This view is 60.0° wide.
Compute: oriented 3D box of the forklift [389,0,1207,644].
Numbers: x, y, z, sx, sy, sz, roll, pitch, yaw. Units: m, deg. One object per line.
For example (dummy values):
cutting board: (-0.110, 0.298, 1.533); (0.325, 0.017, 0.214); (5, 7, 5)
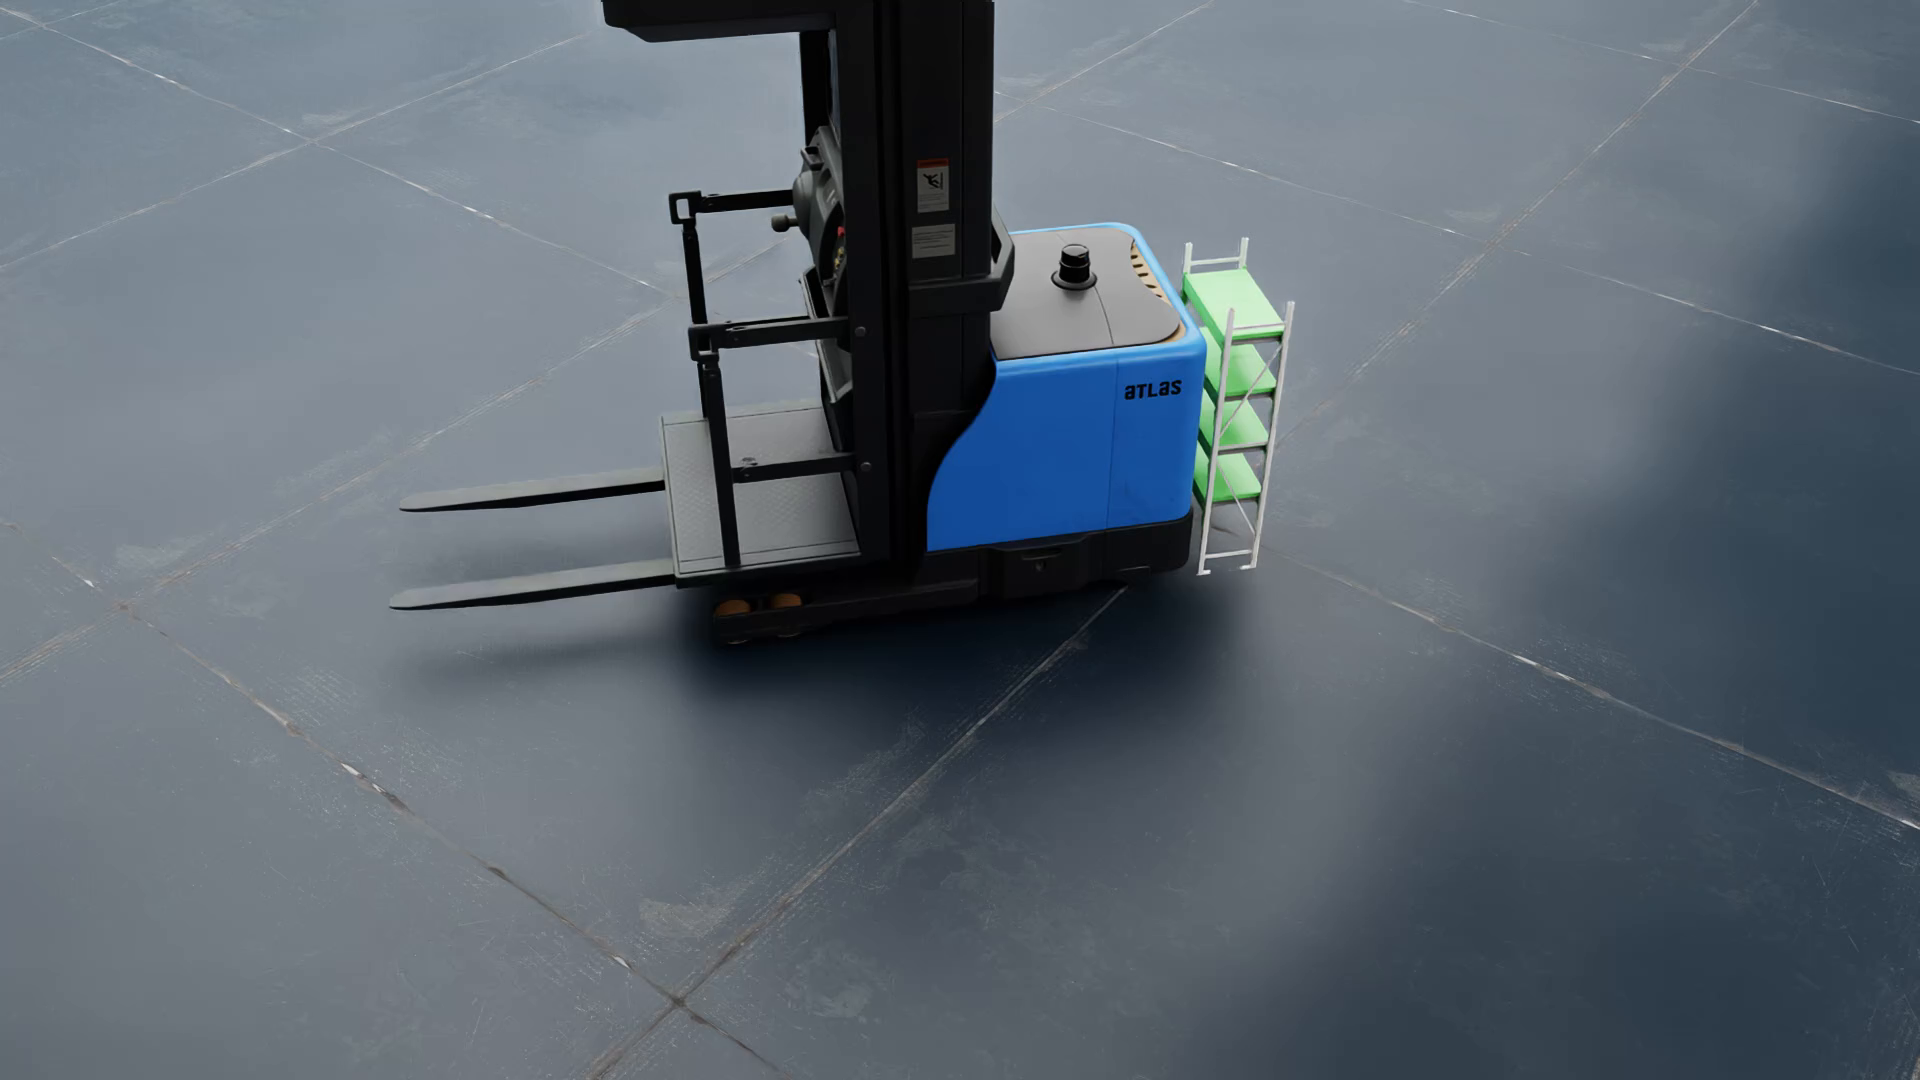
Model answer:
forklift: (-0.668, -1.119, 5.802); (3.031, 2.935, 1.130); (-7, 39, -9)

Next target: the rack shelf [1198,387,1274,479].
rack shelf: (1.010, -0.449, 6.453); (0.258, 0.148, 0.480); (-7, 39, -9)

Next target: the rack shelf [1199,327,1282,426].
rack shelf: (1.011, -0.638, 6.305); (0.258, 0.148, 0.480); (-7, 39, -9)

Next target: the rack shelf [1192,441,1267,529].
rack shelf: (1.009, -0.260, 6.601); (0.258, 0.148, 0.480); (-7, 39, -9)

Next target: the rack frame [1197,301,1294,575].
rack frame: (1.059, -0.352, 6.226); (0.240, 1.200, 0.015); (-7, 39, -9)

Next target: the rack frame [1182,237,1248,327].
rack frame: (0.962, -0.647, 6.602); (0.240, 1.200, 0.015); (-7, 39, -9)

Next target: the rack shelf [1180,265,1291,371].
rack shelf: (1.012, -0.828, 6.158); (0.258, 0.148, 0.480); (-7, 39, -9)

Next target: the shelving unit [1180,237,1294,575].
shelving unit: (1.010, -0.500, 6.414); (0.258, 1.200, 0.503); (-7, 39, -9)
